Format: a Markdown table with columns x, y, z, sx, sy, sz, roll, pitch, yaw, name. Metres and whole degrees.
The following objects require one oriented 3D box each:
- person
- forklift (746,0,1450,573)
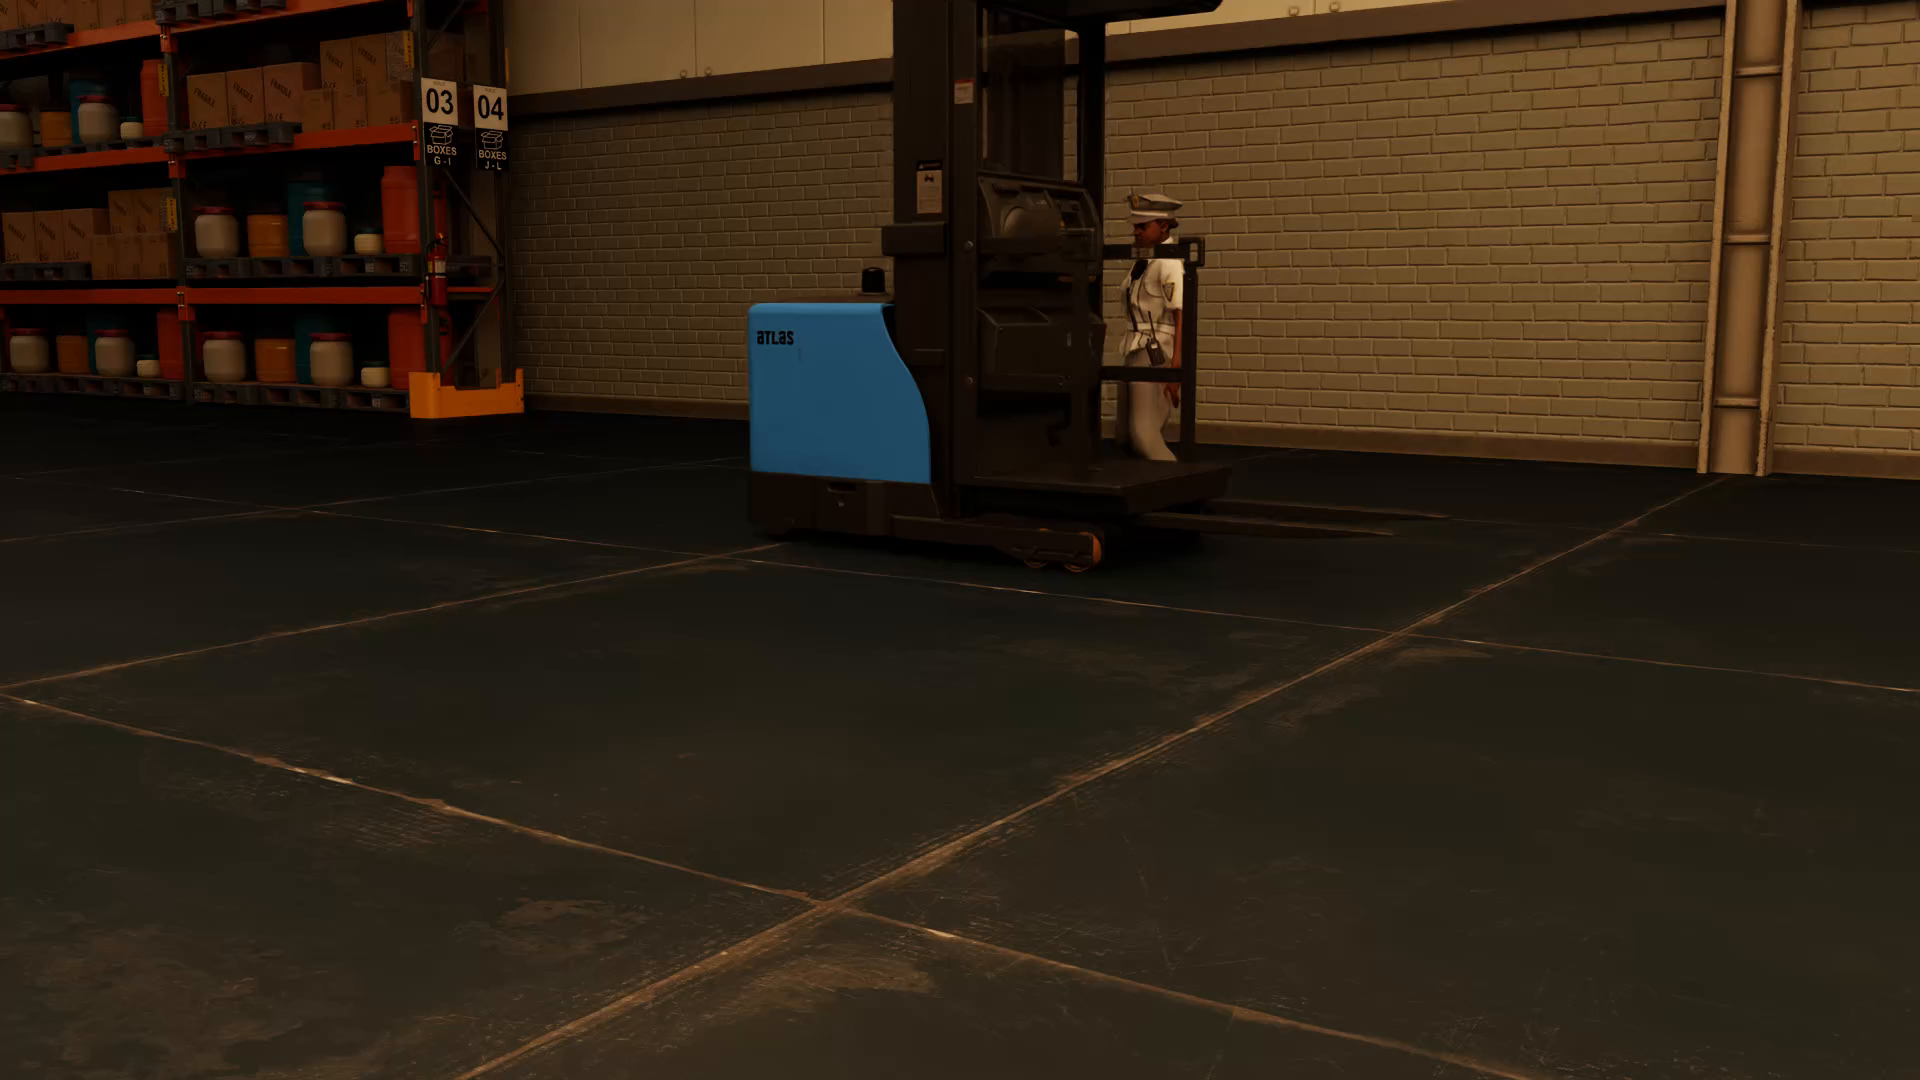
| x | y | z | sx | sy | sz | roll | pitch | yaw | name |
| --- | --- | --- | --- | --- | --- | --- | --- | --- | --- |
| 0.999 | -0.854 | 8.031 | 0.466 | 1.592 | 0.818 | -1 | 8 | -5 | person |
| 0.528 | -1.405 | 7.072 | 3.031 | 2.935 | 1.130 | 5 | 10 | 33 | forklift |
